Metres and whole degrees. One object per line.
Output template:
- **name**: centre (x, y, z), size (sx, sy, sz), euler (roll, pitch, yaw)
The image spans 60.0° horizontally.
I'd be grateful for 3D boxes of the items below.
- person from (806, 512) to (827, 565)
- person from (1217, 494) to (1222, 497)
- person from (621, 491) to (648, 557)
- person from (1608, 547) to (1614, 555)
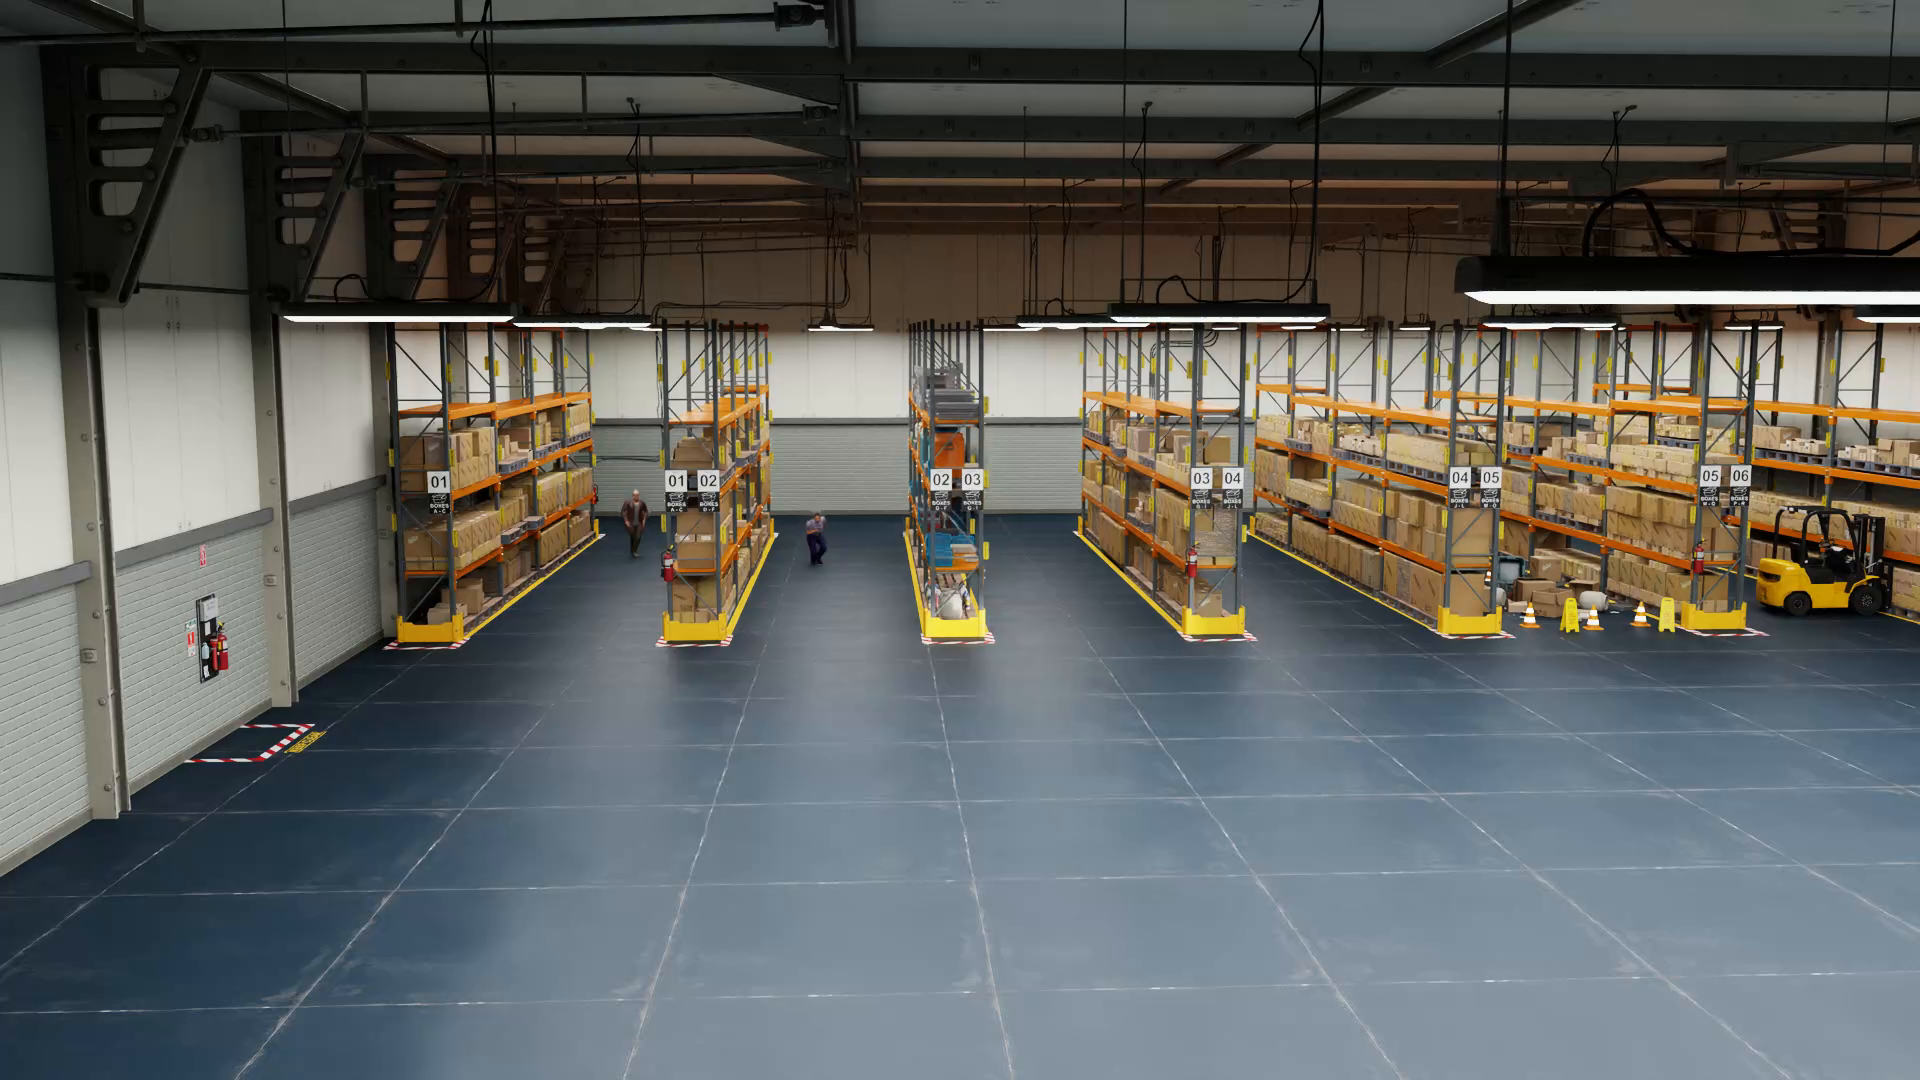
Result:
- **person**: centre (-3.561, -0.029, 41.131), size (0.610, 1.376, 0.954), euler (-3, 8, -23)
- **person**: centre (7.205, -0.742, 46.112), size (0.566, 1.622, 0.739), euler (0, 7, 0)
- **person**: centre (-8.396, -0.424, 42.936), size (0.716, 1.716, 0.637), euler (-3, 8, -20)
- **person**: centre (17.016, -0.434, 42.954), size (0.683, 1.732, 0.807), euler (-3, 8, -26)
